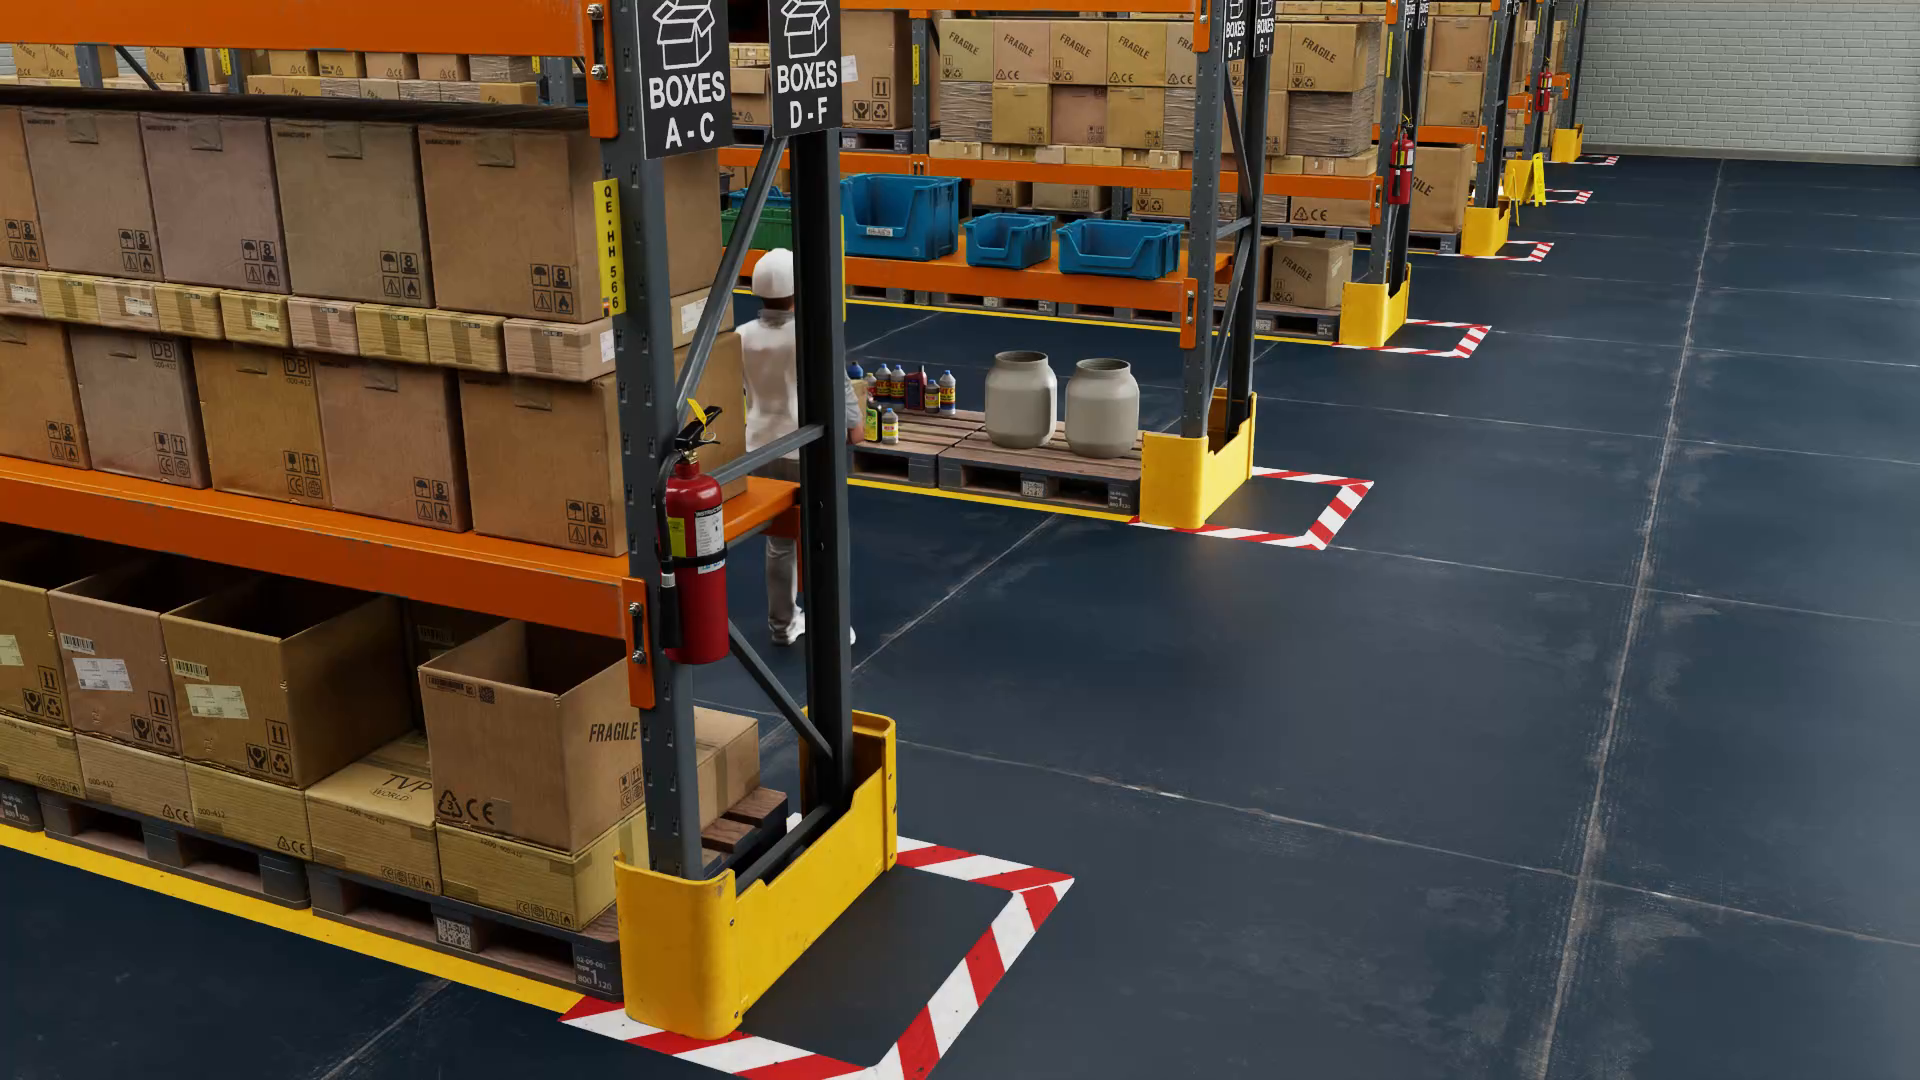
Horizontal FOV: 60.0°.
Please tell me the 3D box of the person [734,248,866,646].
[{"bbox_3d":[-0.675,-0.395,7.190,0.494,1.765,0.546,9,21,24],"label":"person"}]
